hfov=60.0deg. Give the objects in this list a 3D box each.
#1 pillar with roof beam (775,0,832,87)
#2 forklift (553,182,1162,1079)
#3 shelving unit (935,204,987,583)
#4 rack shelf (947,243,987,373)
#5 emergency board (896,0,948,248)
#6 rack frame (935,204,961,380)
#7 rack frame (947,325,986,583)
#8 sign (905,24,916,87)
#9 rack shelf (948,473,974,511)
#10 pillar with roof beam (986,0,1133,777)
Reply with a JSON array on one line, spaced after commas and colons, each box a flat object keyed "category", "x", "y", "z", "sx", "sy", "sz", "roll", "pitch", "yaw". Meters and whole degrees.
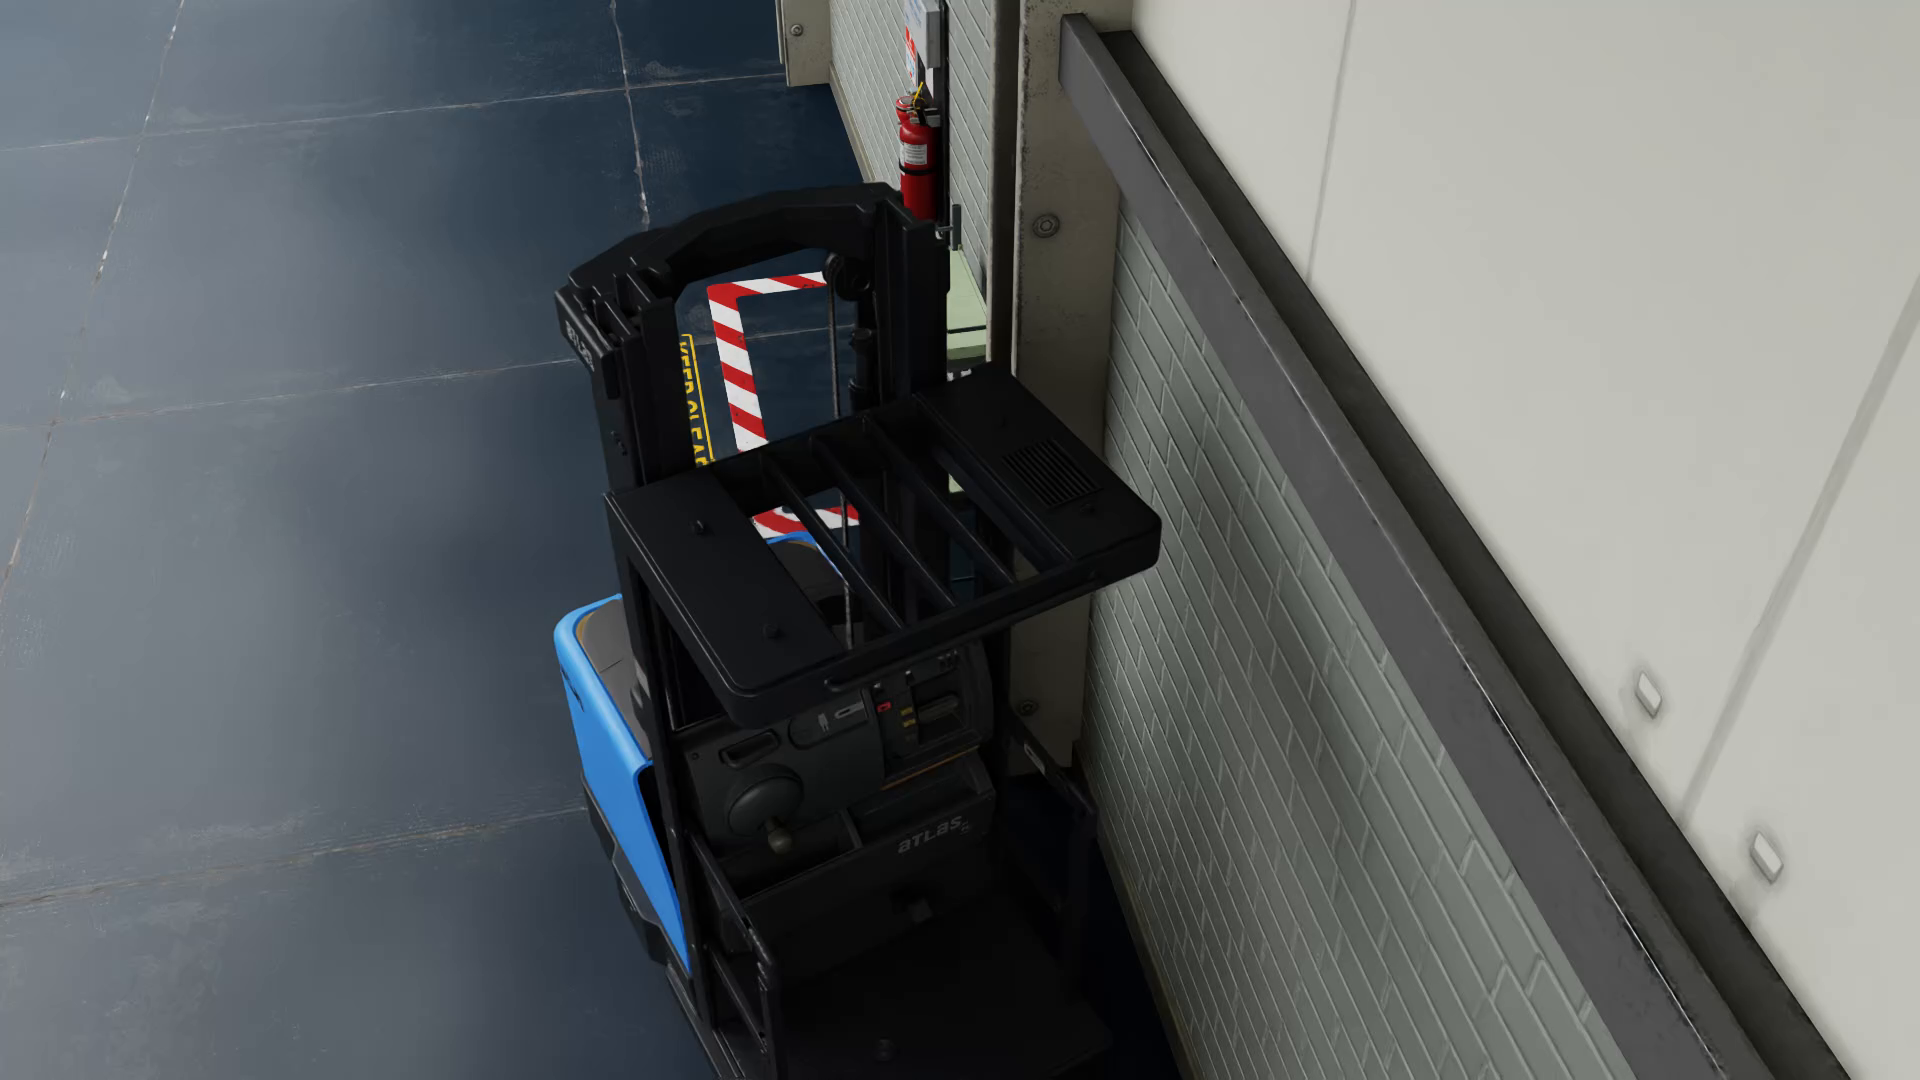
[{"category": "pillar with roof beam", "x": -5.219, "y": -5.862, "z": 7.357, "sx": 9.100, "sy": 9.000, "sz": 0.400, "roll": -8, "pitch": 42, "yaw": -9}, {"category": "forklift", "x": -0.216, "y": 0.653, "z": 4.588, "sx": 1.130, "sy": 2.935, "sz": 3.031, "roll": -21, "pitch": 46, "yaw": -22}, {"category": "shelving unit", "x": -0.110, "y": -0.547, "z": 7.018, "sx": 0.431, "sy": 1.500, "sz": 0.755, "roll": -9, "pitch": 42, "yaw": -10}, {"category": "rack shelf", "x": -0.110, "y": -0.839, "z": 6.759, "sx": 0.431, "sy": 0.370, "sz": 0.720, "roll": -9, "pitch": 42, "yaw": -10}, {"category": "emergency board", "x": -0.216, "y": -1.953, "z": 7.472, "sx": 0.194, "sy": 1.169, "sz": 0.643, "roll": -8, "pitch": 42, "yaw": -9}, {"category": "rack frame", "x": -0.192, "y": -0.784, "z": 7.285, "sx": 0.400, "sy": 1.500, "sz": 0.023, "roll": -9, "pitch": 42, "yaw": -10}, {"category": "rack frame", "x": -0.028, "y": -0.310, "z": 6.752, "sx": 0.400, "sy": 1.500, "sz": 0.023, "roll": -9, "pitch": 42, "yaw": -10}, {"category": "sign", "x": -0.235, "y": -2.340, "z": 7.881, "sx": 0.001, "sy": 0.329, "sz": 0.234, "roll": -8, "pitch": 42, "yaw": -9}, {"category": "rack shelf", "x": -0.110, "y": -0.304, "z": 7.235, "sx": 0.431, "sy": 0.370, "sz": 0.720, "roll": -9, "pitch": 42, "yaw": -10}, {"category": "pillar with roof beam", "x": -3.924, "y": -1.972, "z": 2.975, "sx": 9.100, "sy": 9.000, "sz": 0.400, "roll": -8, "pitch": 42, "yaw": -9}]
